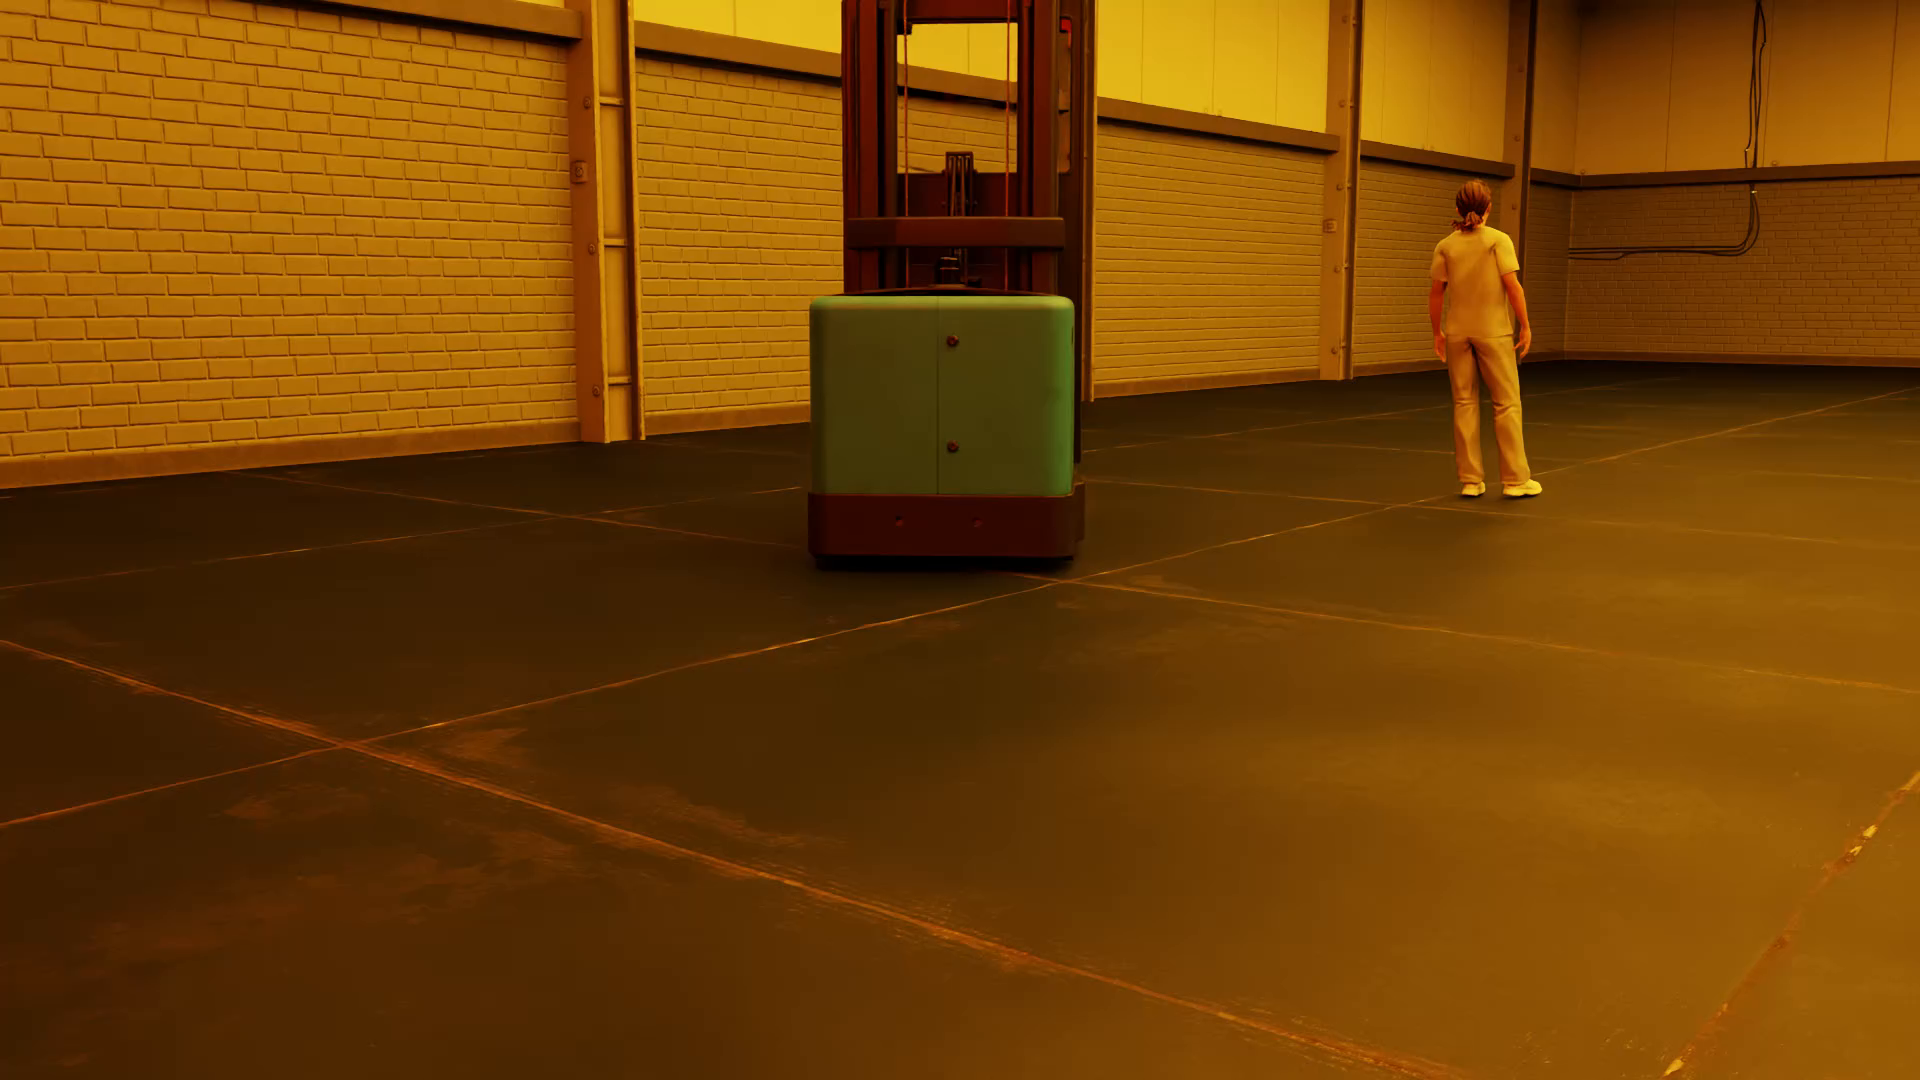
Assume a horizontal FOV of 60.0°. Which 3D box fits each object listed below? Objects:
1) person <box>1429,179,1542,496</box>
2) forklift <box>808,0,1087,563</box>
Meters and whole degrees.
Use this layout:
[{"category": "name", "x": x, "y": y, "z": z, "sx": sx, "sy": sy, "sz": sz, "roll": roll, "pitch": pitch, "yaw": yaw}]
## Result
[{"category": "person", "x": 2.811, "y": -1.076, "z": 8.920, "sx": 0.549, "sy": 1.674, "sz": 0.549, "roll": 6, "pitch": 11, "yaw": 37}, {"category": "forklift", "x": 0.036, "y": -1.534, "z": 7.764, "sx": 1.130, "sy": 2.935, "sz": 3.031, "roll": 1, "pitch": 8, "yaw": 5}]
